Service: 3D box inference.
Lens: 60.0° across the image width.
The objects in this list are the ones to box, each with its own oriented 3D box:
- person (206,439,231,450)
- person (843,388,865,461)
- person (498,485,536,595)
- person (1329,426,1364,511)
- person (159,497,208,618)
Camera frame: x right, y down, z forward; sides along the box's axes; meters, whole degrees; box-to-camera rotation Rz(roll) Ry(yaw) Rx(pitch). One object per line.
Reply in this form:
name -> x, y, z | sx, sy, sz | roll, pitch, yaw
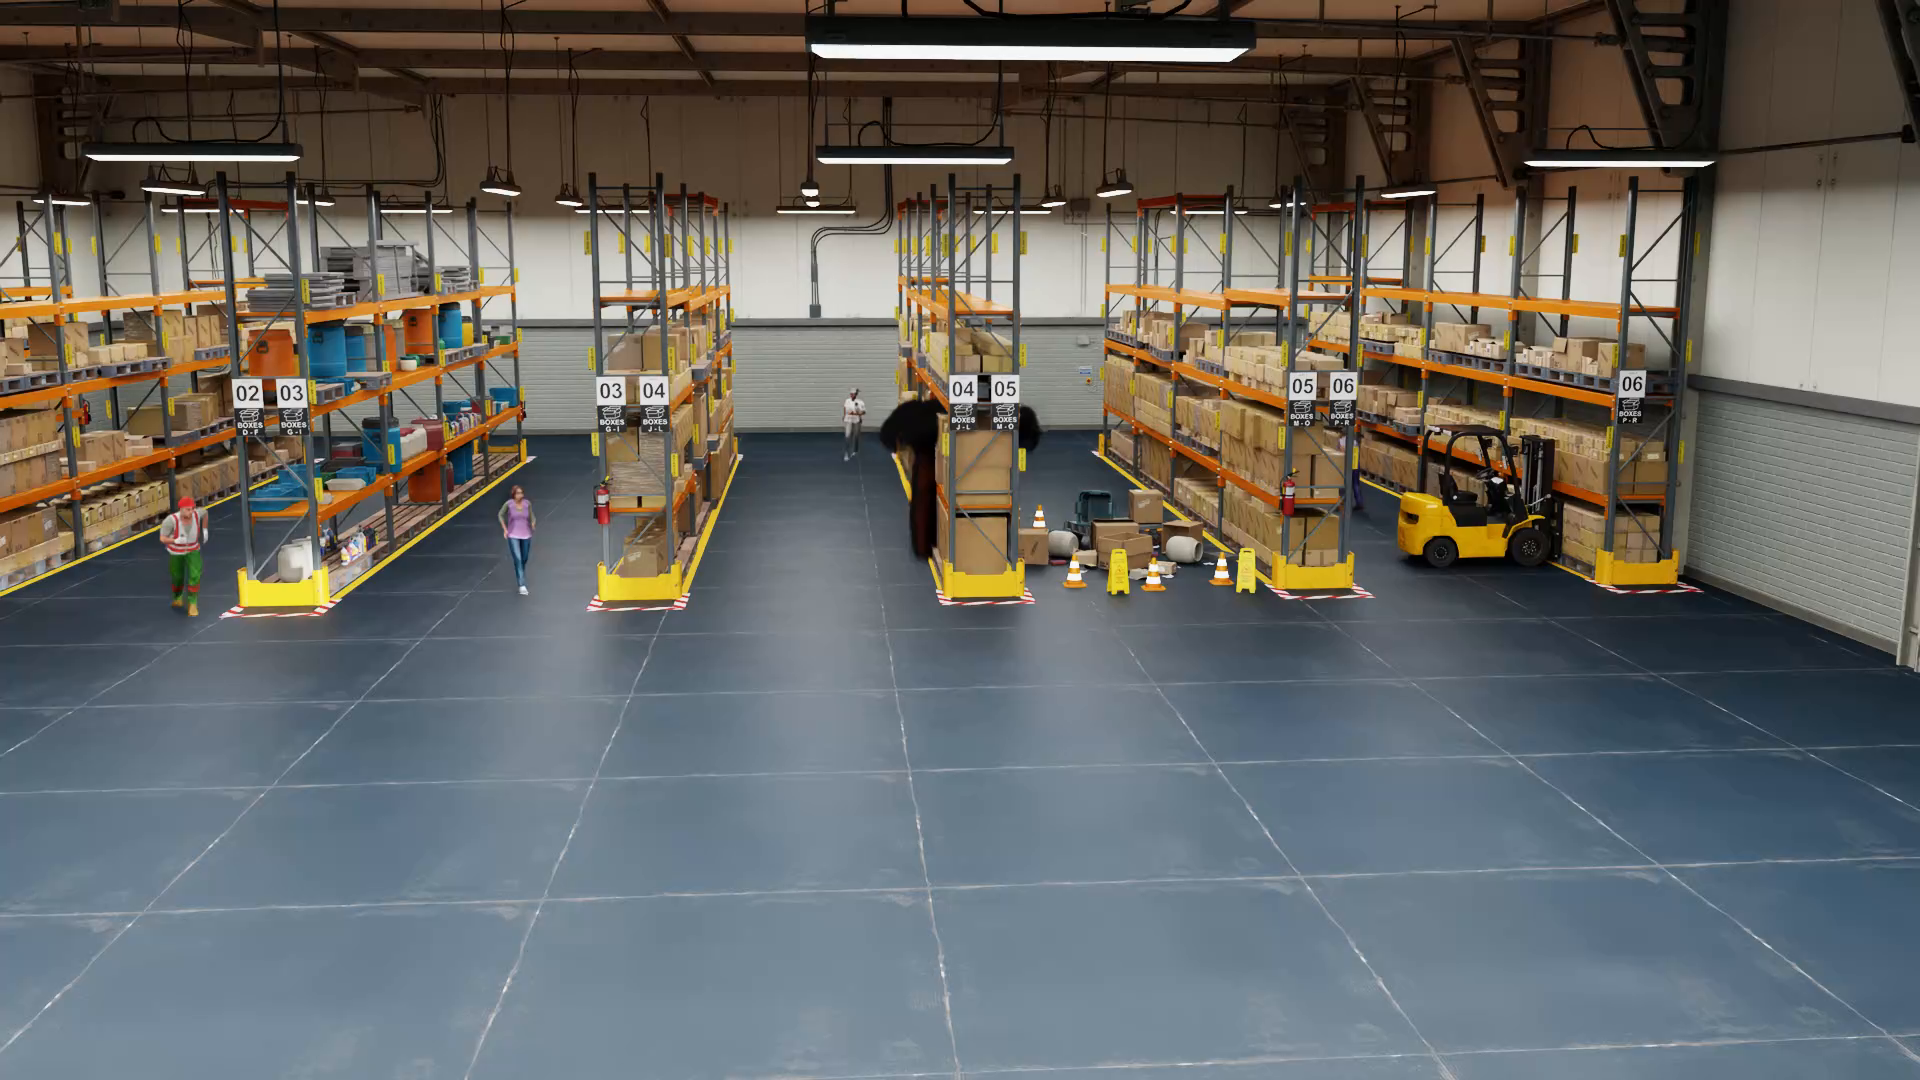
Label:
person -> -17.724, -2.829, 39.799 | 0.854, 1.673, 0.607 | 1, 10, 3
person -> -2.507, -2.758, 39.487 | 0.572, 1.745, 0.708 | 1, 10, 7
person -> -6.493, -0.039, 24.402 | 0.519, 1.590, 0.847 | -5, 11, -27
person -> 7.391, -1.339, 31.708 | 0.600, 1.624, 0.948 | -3, 10, -17
person -> -10.627, 0.216, 22.806 | 0.691, 1.704, 1.009 | -8, 13, -38
